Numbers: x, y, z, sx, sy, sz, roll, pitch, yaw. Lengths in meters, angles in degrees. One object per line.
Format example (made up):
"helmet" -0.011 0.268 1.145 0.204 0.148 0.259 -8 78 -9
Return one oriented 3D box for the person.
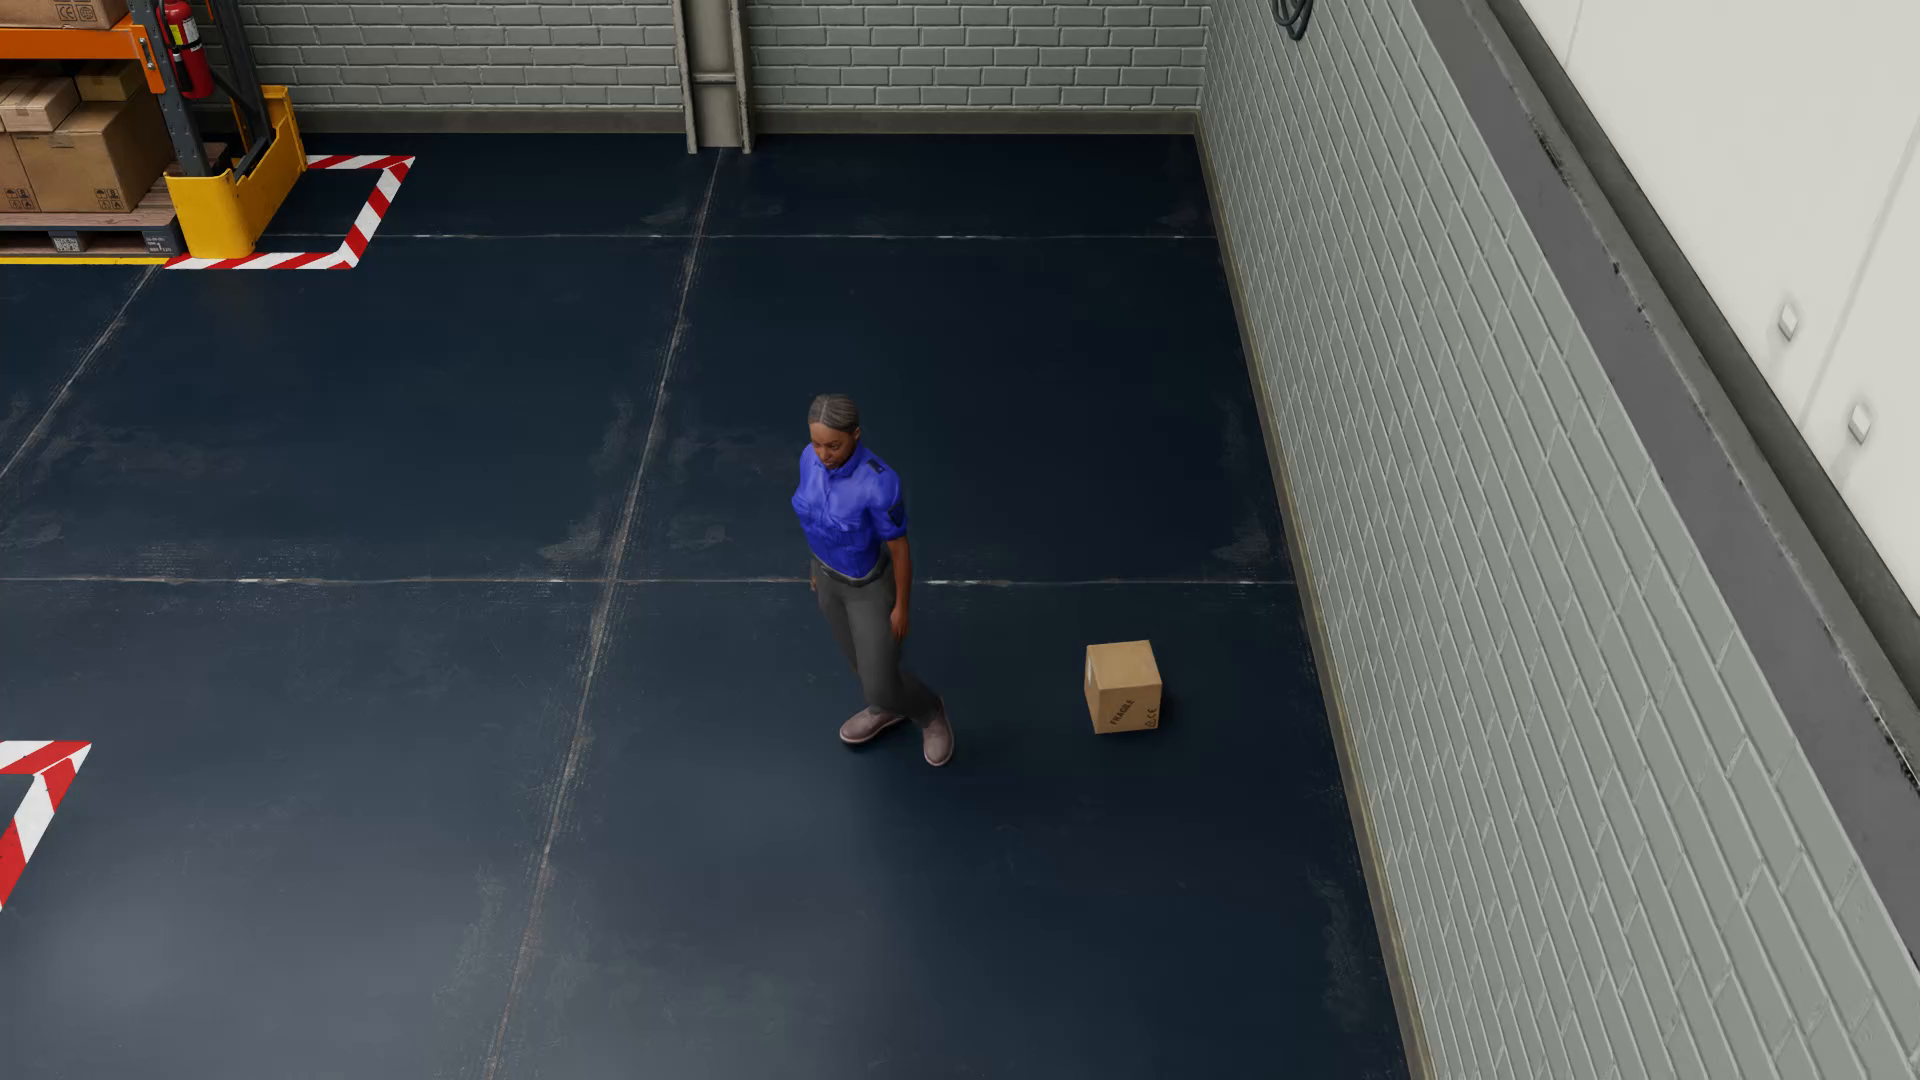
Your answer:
"person" -0.303 0.148 5.957 0.584 1.647 0.439 31 49 32
